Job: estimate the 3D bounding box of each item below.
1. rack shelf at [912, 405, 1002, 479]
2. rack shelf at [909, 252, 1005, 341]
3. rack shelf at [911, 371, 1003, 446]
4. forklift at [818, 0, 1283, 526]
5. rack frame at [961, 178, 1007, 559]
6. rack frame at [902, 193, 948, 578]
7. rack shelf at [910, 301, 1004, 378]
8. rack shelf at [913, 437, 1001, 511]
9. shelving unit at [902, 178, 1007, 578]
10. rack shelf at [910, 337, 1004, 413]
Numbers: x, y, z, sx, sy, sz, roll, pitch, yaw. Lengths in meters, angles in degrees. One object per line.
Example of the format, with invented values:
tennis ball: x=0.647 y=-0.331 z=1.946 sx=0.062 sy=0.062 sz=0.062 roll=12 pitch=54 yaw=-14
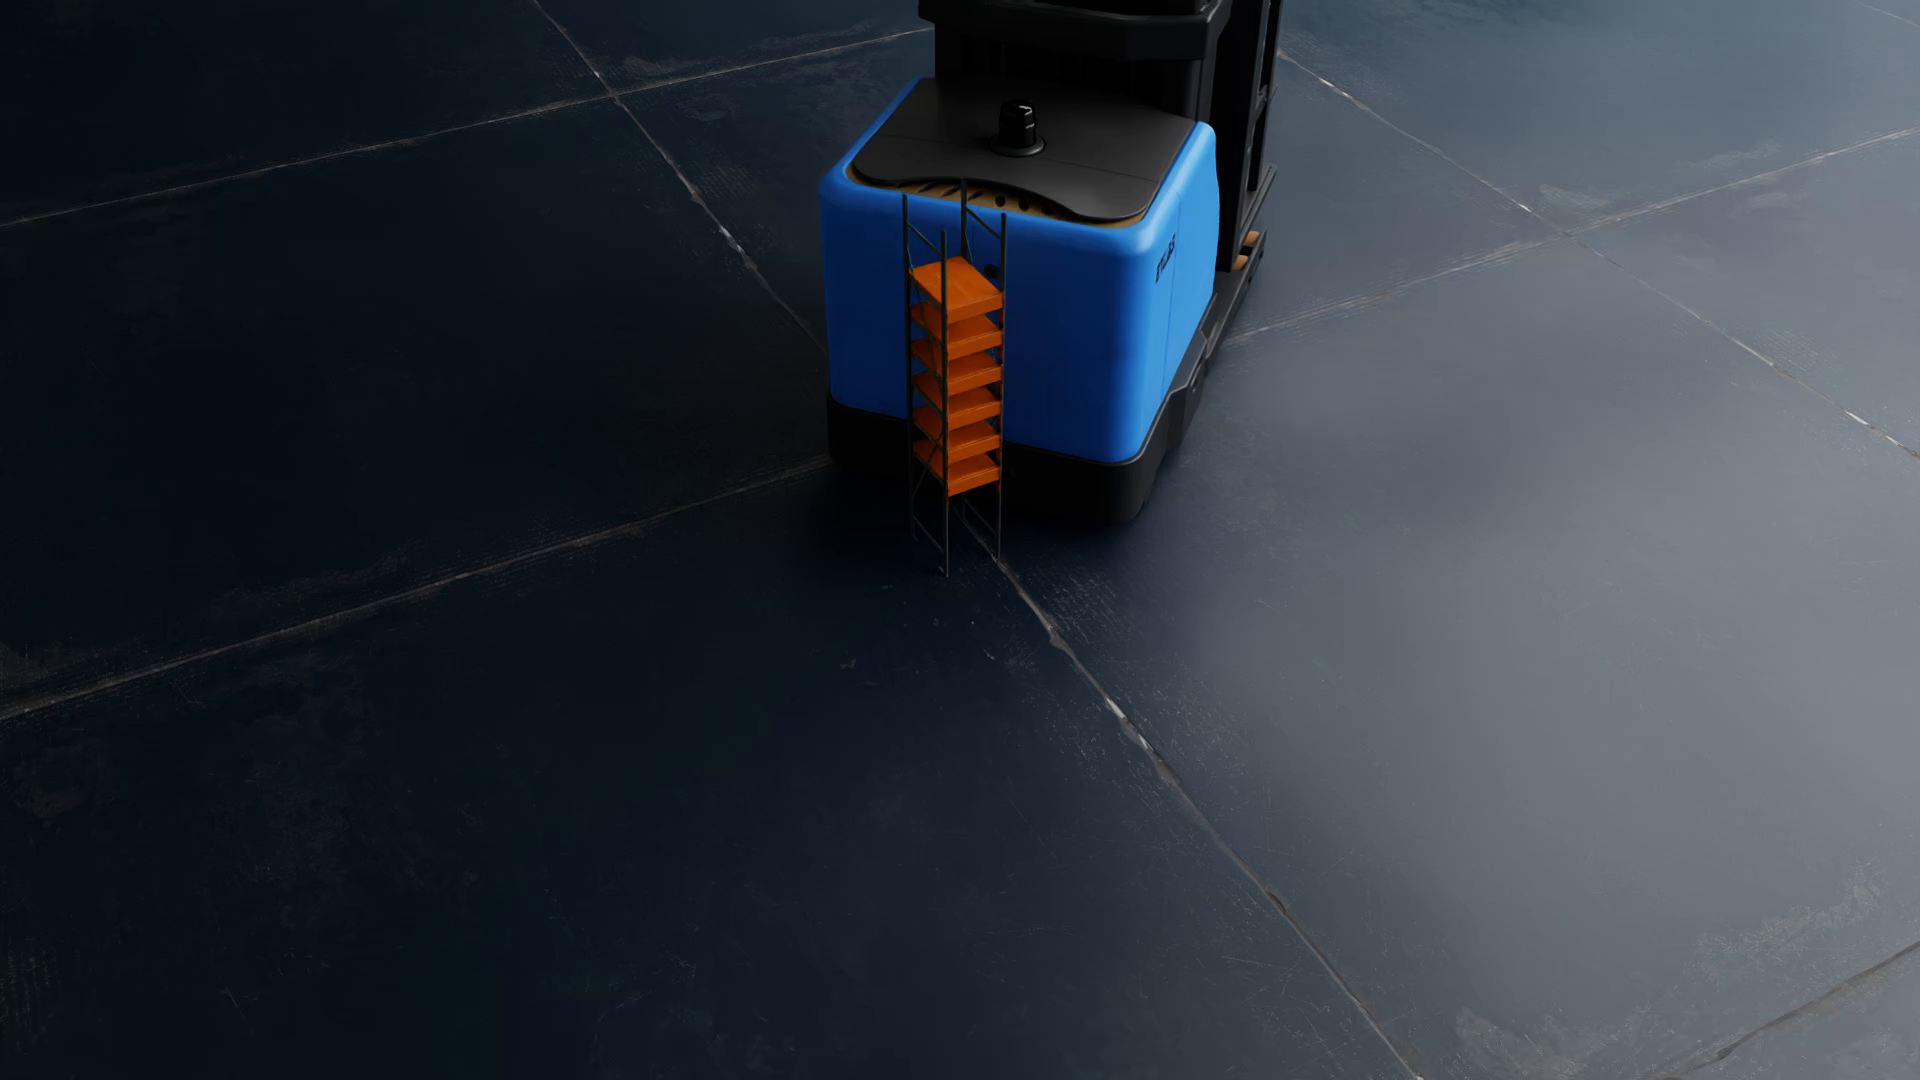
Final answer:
rack shelf: x=-0.017 y=-0.313 z=4.945 sx=0.180 sy=0.103 sz=0.258 roll=-20 pitch=44 yaw=-22
rack shelf: x=-0.016 y=-0.681 z=4.636 sx=0.180 sy=0.103 sz=0.258 roll=-20 pitch=44 yaw=-22
rack shelf: x=-0.017 y=-0.405 z=4.868 sx=0.180 sy=0.103 sz=0.258 roll=-20 pitch=44 yaw=-22
forklift: x=0.551 y=-2.122 z=5.488 sx=1.130 sy=2.935 sz=3.031 roll=13 pitch=42 yaw=15
rack frame: x=0.063 y=-0.468 z=4.873 sx=0.006 sy=1.200 sz=0.240 roll=-20 pitch=44 yaw=-22
rack frame: x=-0.097 y=-0.411 z=4.805 sx=0.006 sy=1.200 sz=0.240 roll=-20 pitch=44 yaw=-22
rack shelf: x=-0.017 y=-0.589 z=4.713 sx=0.180 sy=0.103 sz=0.258 roll=-20 pitch=44 yaw=-22
rack shelf: x=-0.017 y=-0.221 z=5.022 sx=0.180 sy=0.103 sz=0.258 roll=-20 pitch=44 yaw=-22
shelving unit: x=-0.017 y=-0.439 z=4.839 sx=0.189 sy=1.200 sz=0.258 roll=-20 pitch=44 yaw=-22
rack shelf: x=-0.017 y=-0.497 z=4.791 sx=0.180 sy=0.103 sz=0.258 roll=-20 pitch=44 yaw=-22
